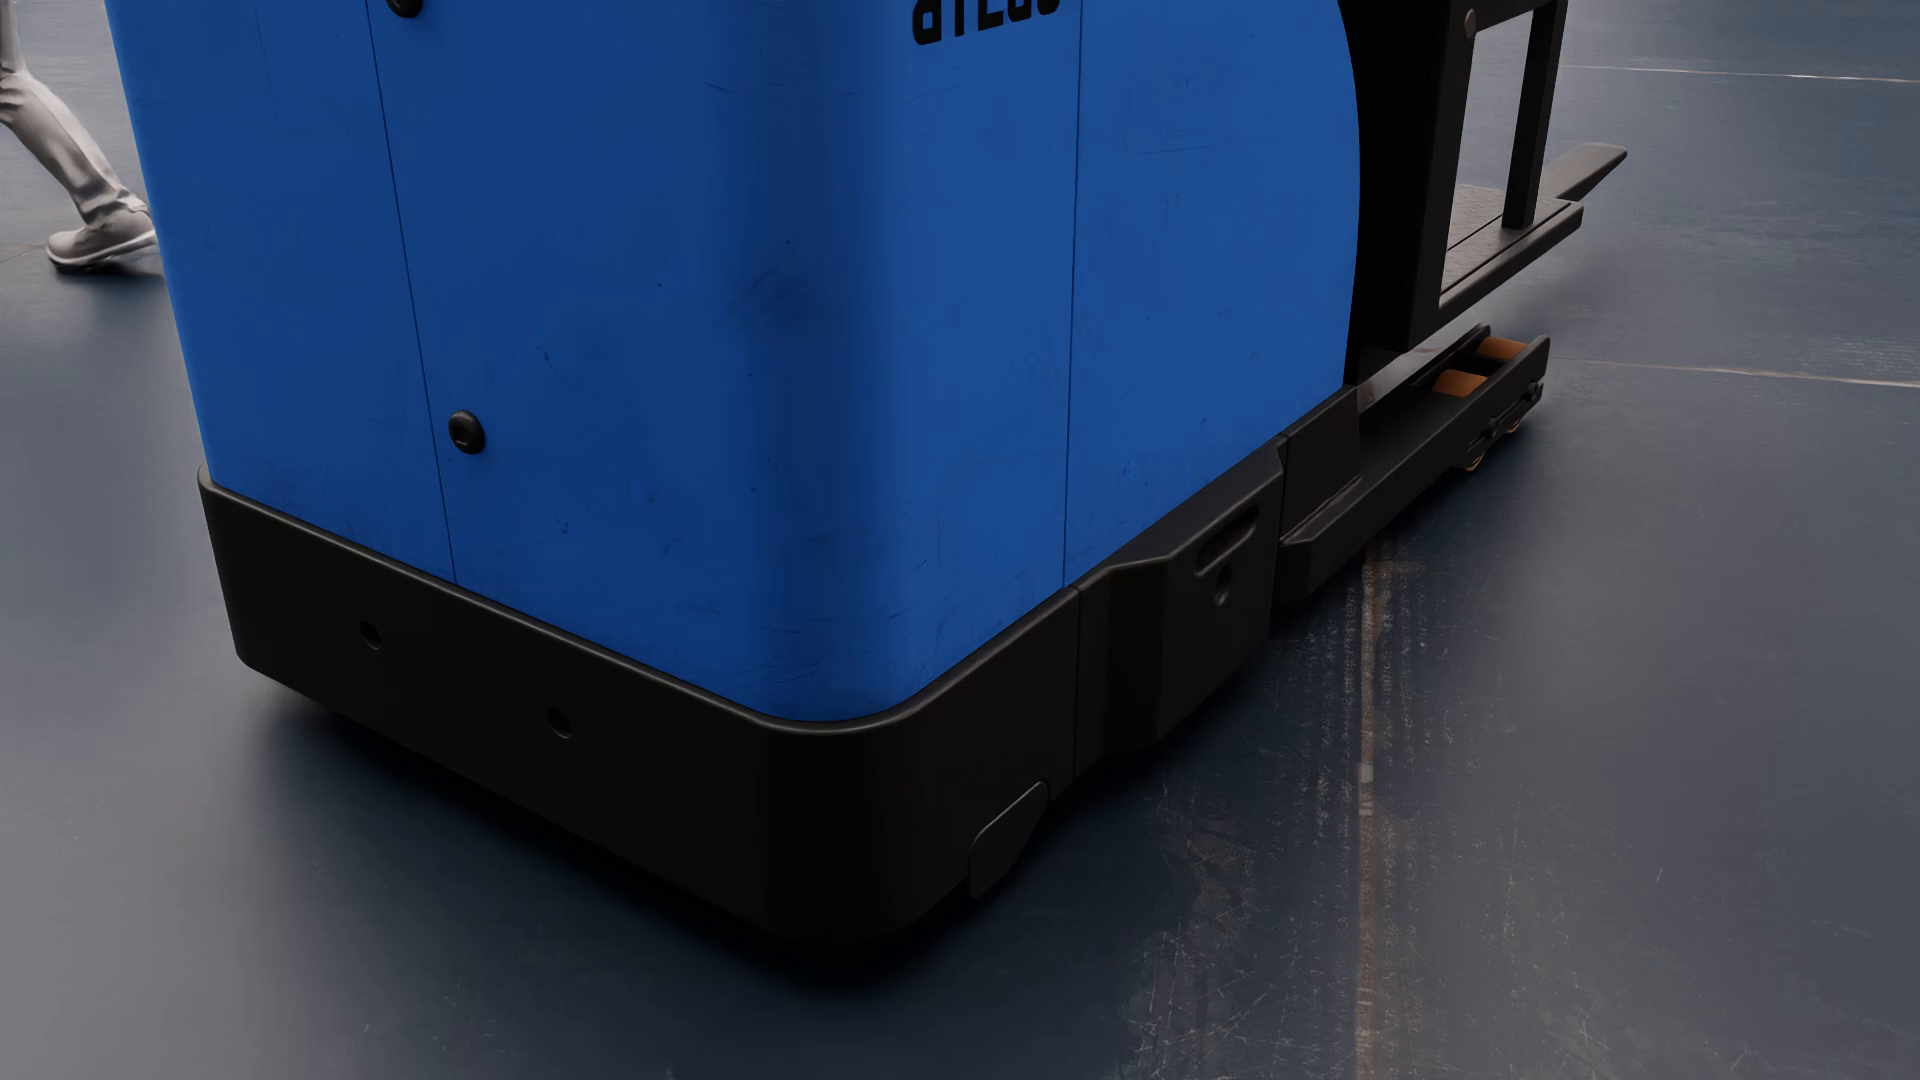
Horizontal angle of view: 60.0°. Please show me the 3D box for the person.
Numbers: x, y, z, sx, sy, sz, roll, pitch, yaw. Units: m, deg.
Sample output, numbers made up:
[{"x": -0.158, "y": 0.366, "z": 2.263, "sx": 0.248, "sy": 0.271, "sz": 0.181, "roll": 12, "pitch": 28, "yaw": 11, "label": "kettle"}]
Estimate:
[{"x": -2.145, "y": -1.296, "z": 3.359, "sx": 0.883, "sy": 1.599, "sz": 0.506, "roll": 5, "pitch": 27, "yaw": 10, "label": "person"}]

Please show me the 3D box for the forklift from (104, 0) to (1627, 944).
[{"x": 0.356, "y": -1.533, "z": 2.284, "sx": 1.130, "sy": 2.935, "sz": 3.031, "roll": 18, "pitch": 32, "yaw": 31, "label": "forklift"}]
